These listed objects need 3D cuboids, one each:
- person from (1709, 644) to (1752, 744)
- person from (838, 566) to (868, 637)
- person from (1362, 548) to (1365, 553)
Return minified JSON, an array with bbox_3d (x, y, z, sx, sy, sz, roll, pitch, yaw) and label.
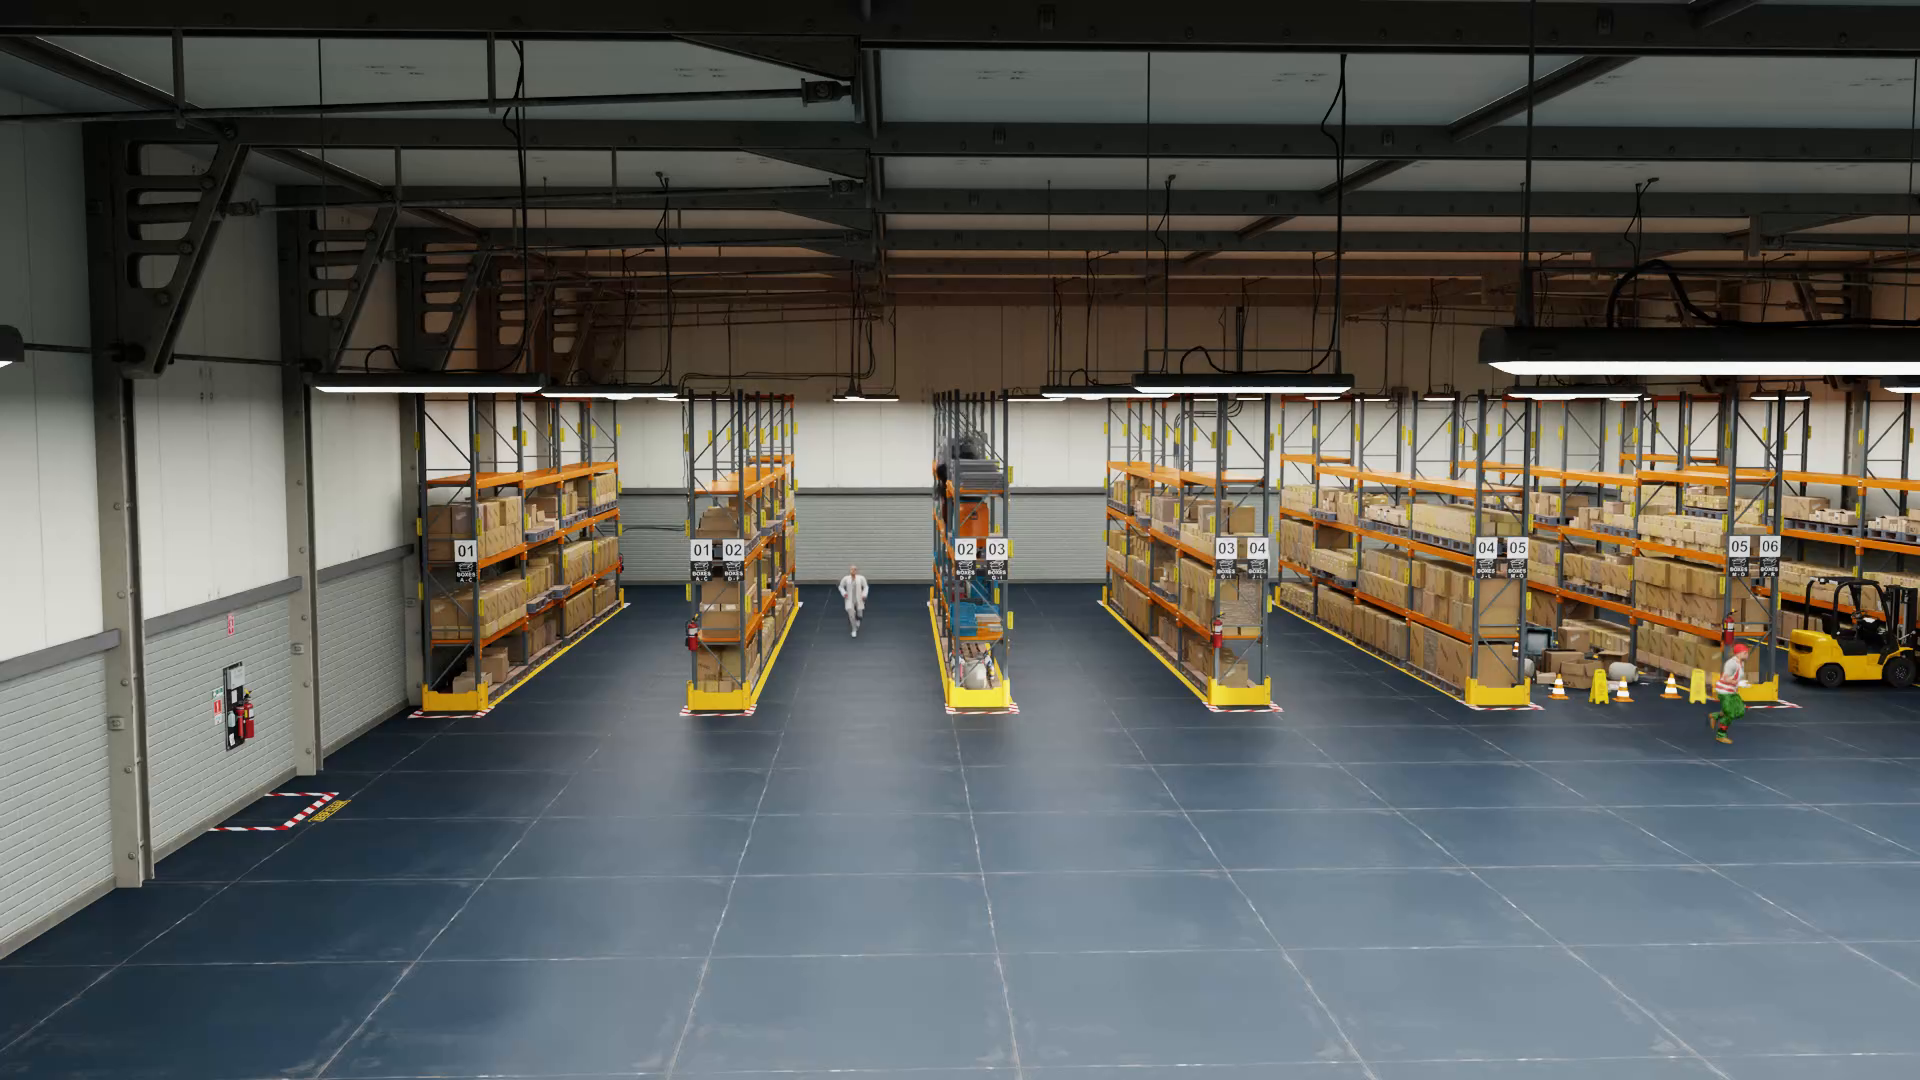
[{"bbox_3d":[13.014,2.591,28.075,0.637,1.719,0.720,-4,6,-41],"label":"person"},{"bbox_3d":[-2.644,1.536,41.309,0.742,1.673,0.707,-1,5,-9],"label":"person"},{"bbox_3d":[11.309,1.074,46.800,0.575,1.651,0.845,0,5,-5],"label":"person"}]
